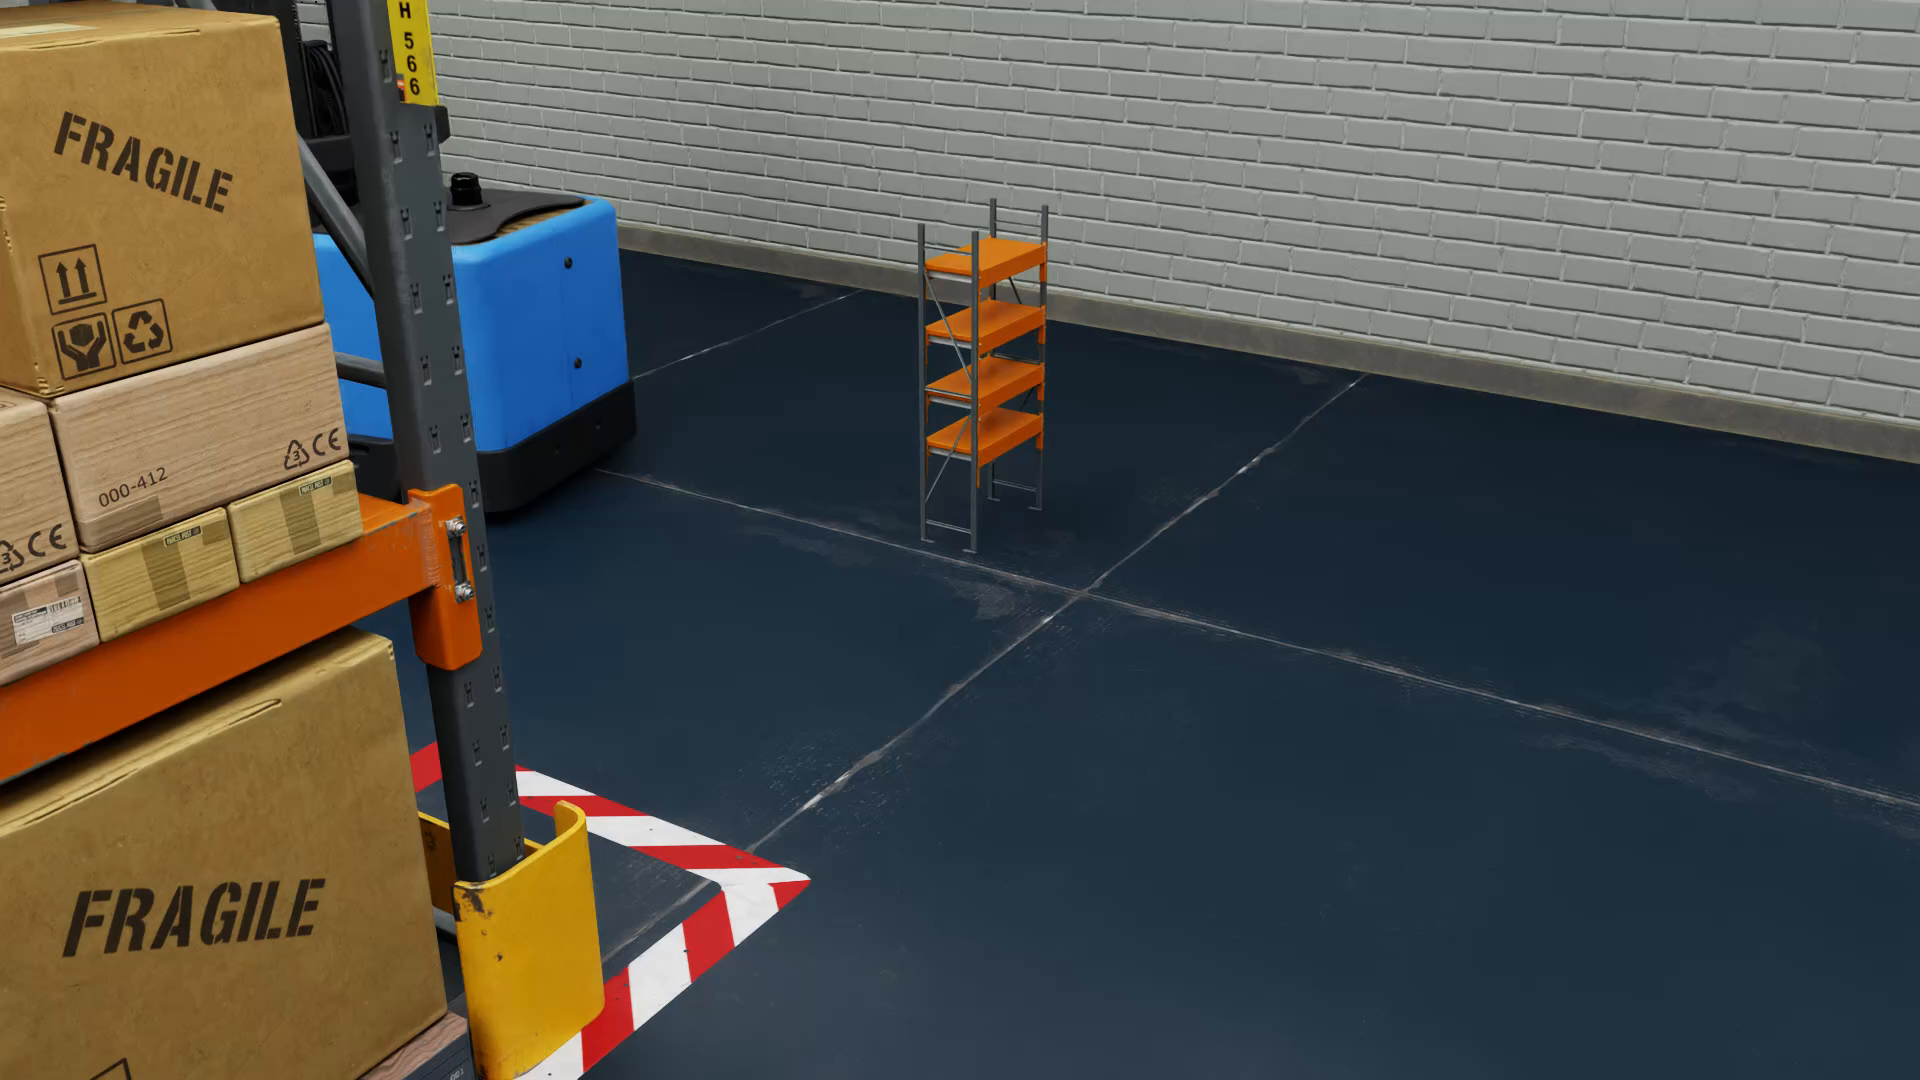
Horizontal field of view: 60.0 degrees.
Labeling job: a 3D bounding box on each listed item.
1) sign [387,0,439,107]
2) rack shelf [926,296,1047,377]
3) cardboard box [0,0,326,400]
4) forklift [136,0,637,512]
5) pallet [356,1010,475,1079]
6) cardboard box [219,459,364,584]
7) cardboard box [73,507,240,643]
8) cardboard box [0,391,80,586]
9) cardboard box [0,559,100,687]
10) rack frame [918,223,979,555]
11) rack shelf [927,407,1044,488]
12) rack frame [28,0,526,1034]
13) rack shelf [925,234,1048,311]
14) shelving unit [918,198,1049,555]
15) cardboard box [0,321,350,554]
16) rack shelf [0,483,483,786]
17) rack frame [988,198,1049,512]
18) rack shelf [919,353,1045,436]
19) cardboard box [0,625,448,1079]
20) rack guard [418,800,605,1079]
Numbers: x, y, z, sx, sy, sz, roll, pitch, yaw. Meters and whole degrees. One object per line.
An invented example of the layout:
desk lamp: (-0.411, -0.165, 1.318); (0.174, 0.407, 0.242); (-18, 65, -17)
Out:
sign: (-0.932, -0.899, 2.795); (0.100, 0.325, 0.005); (14, 27, 29)
rack shelf: (0.087, -0.750, 6.079); (0.258, 0.148, 0.480); (14, 27, 29)
cardboard box: (-1.419, -0.570, 2.661); (0.500, 0.500, 0.500); (14, 27, 30)
forklift: (-2.957, -1.773, 6.656); (3.031, 2.935, 1.130); (8, 25, 18)
pallet: (-1.741, 1.189, 3.239); (1.003, 0.211, 1.213); (14, 27, 29)
cardboard box: (-1.294, -0.073, 2.959); (0.380, 0.149, 0.250); (14, 27, 30)
cardboard box: (-1.429, 0.015, 2.755); (0.380, 0.149, 0.250); (14, 27, 29)
cardboard box: (-1.684, -0.055, 2.415); (0.500, 0.250, 0.500); (13, 27, 28)
cardboard box: (-1.563, 0.100, 2.559); (0.380, 0.149, 0.250); (14, 27, 29)
rack frame: (-0.041, -0.524, 5.950); (0.240, 1.200, 0.015); (14, 27, 29)
rack shelf: (0.087, -0.363, 6.246); (0.258, 0.148, 0.480); (14, 27, 29)
rack frame: (-1.386, -0.377, 3.346); (1.000, 3.000, 0.127); (14, 27, 29)
rack shelf: (0.087, -0.967, 5.985); (0.258, 0.148, 0.480); (14, 27, 29)
shelving unit: (0.087, -0.606, 6.141); (0.258, 1.200, 0.503); (14, 27, 29)
cardboard box: (-1.416, -0.226, 2.810); (0.500, 0.250, 0.500); (13, 27, 28)
rack shelf: (-2.441, 0.628, 1.930); (1.077, 0.370, 4.000); (14, 27, 29)
rack frame: (0.216, -0.689, 6.331); (0.240, 1.200, 0.015); (14, 27, 29)
rack shelf: (0.087, -0.545, 6.167); (0.258, 0.148, 0.480); (14, 27, 29)
cardboard box: (-1.655, 0.638, 3.147); (0.875, 0.875, 0.875); (14, 27, 29)
rack guard: (-1.373, 0.762, 3.861); (1.175, 0.500, 0.348); (14, 27, 29)
